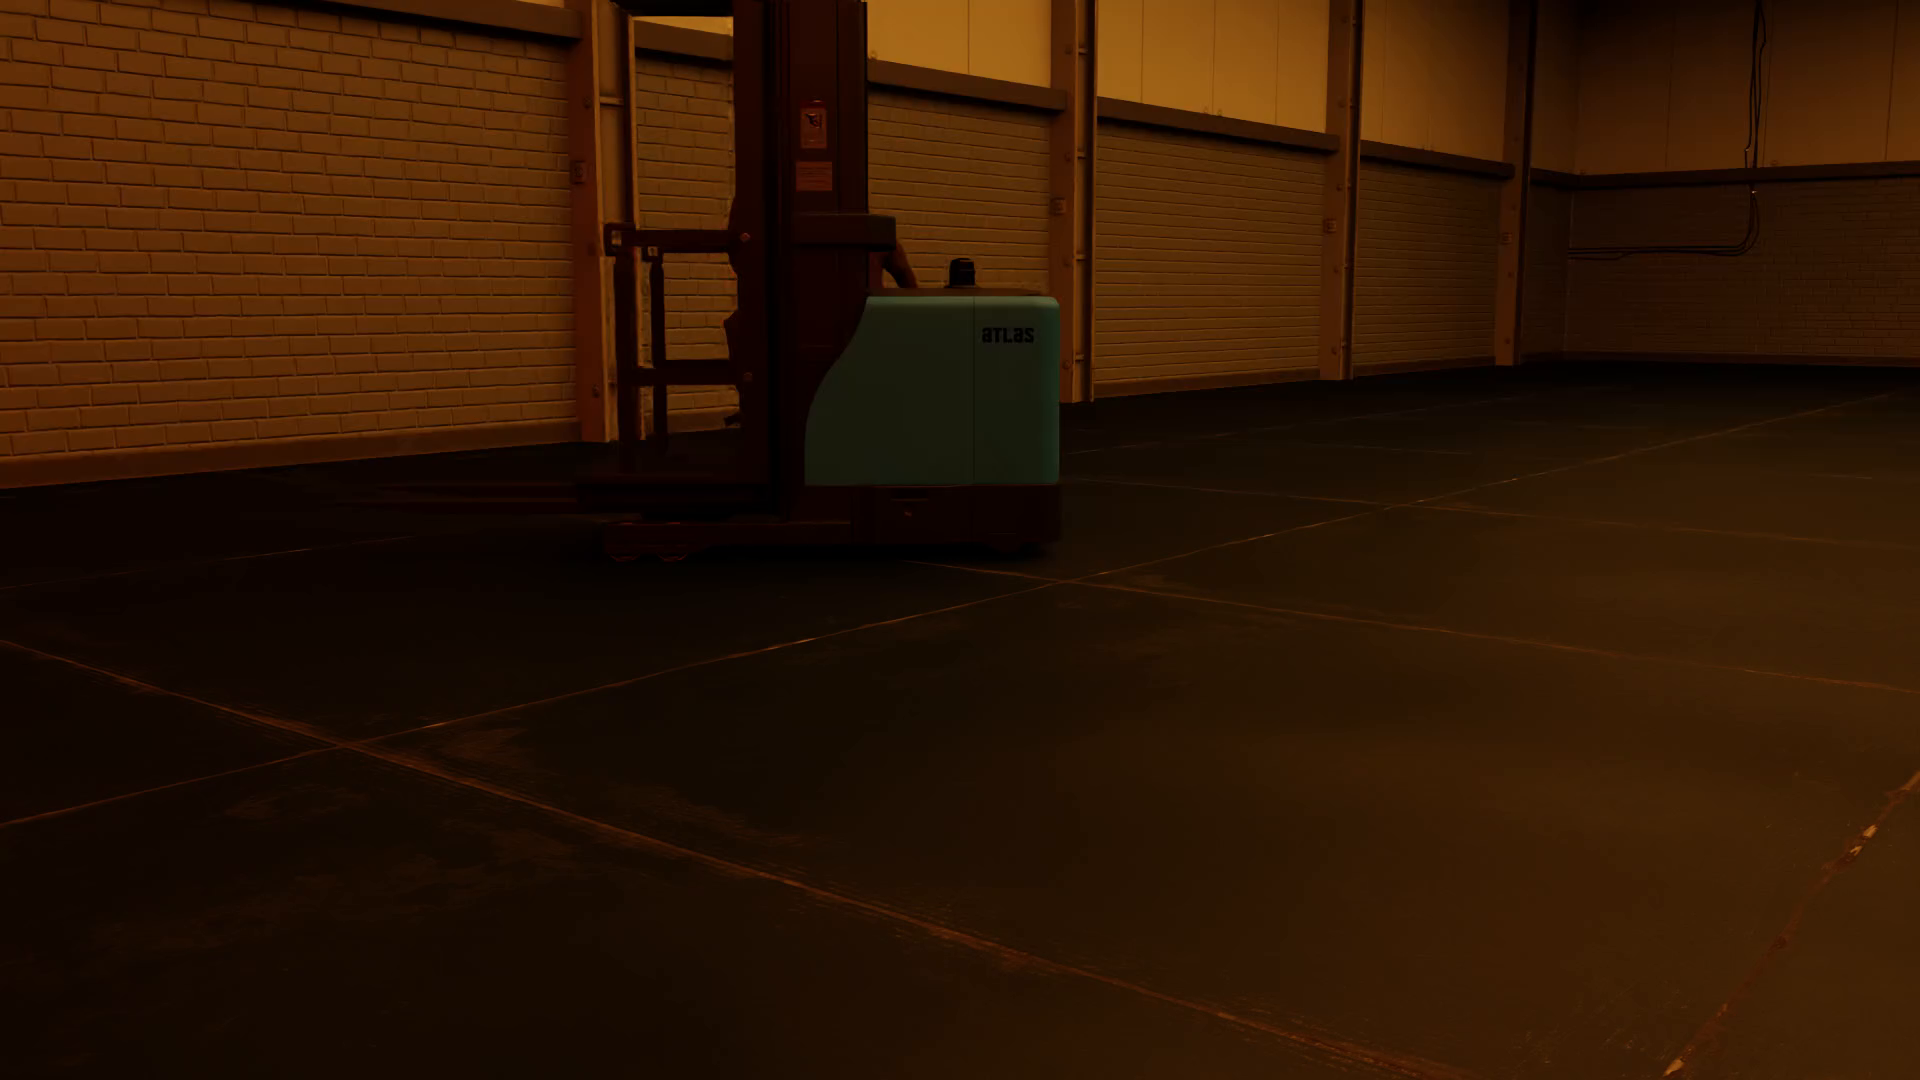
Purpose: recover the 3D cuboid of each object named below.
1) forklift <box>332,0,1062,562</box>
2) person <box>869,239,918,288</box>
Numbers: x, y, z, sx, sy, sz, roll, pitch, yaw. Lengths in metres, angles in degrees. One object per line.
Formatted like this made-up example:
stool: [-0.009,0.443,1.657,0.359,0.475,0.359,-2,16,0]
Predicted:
forklift: [-1.106,-1.437,7.102,3.031,2.935,1.130,0,8,-2]
person: [-0.689,-1.261,10.170,1.025,1.808,0.640,-3,9,-22]
